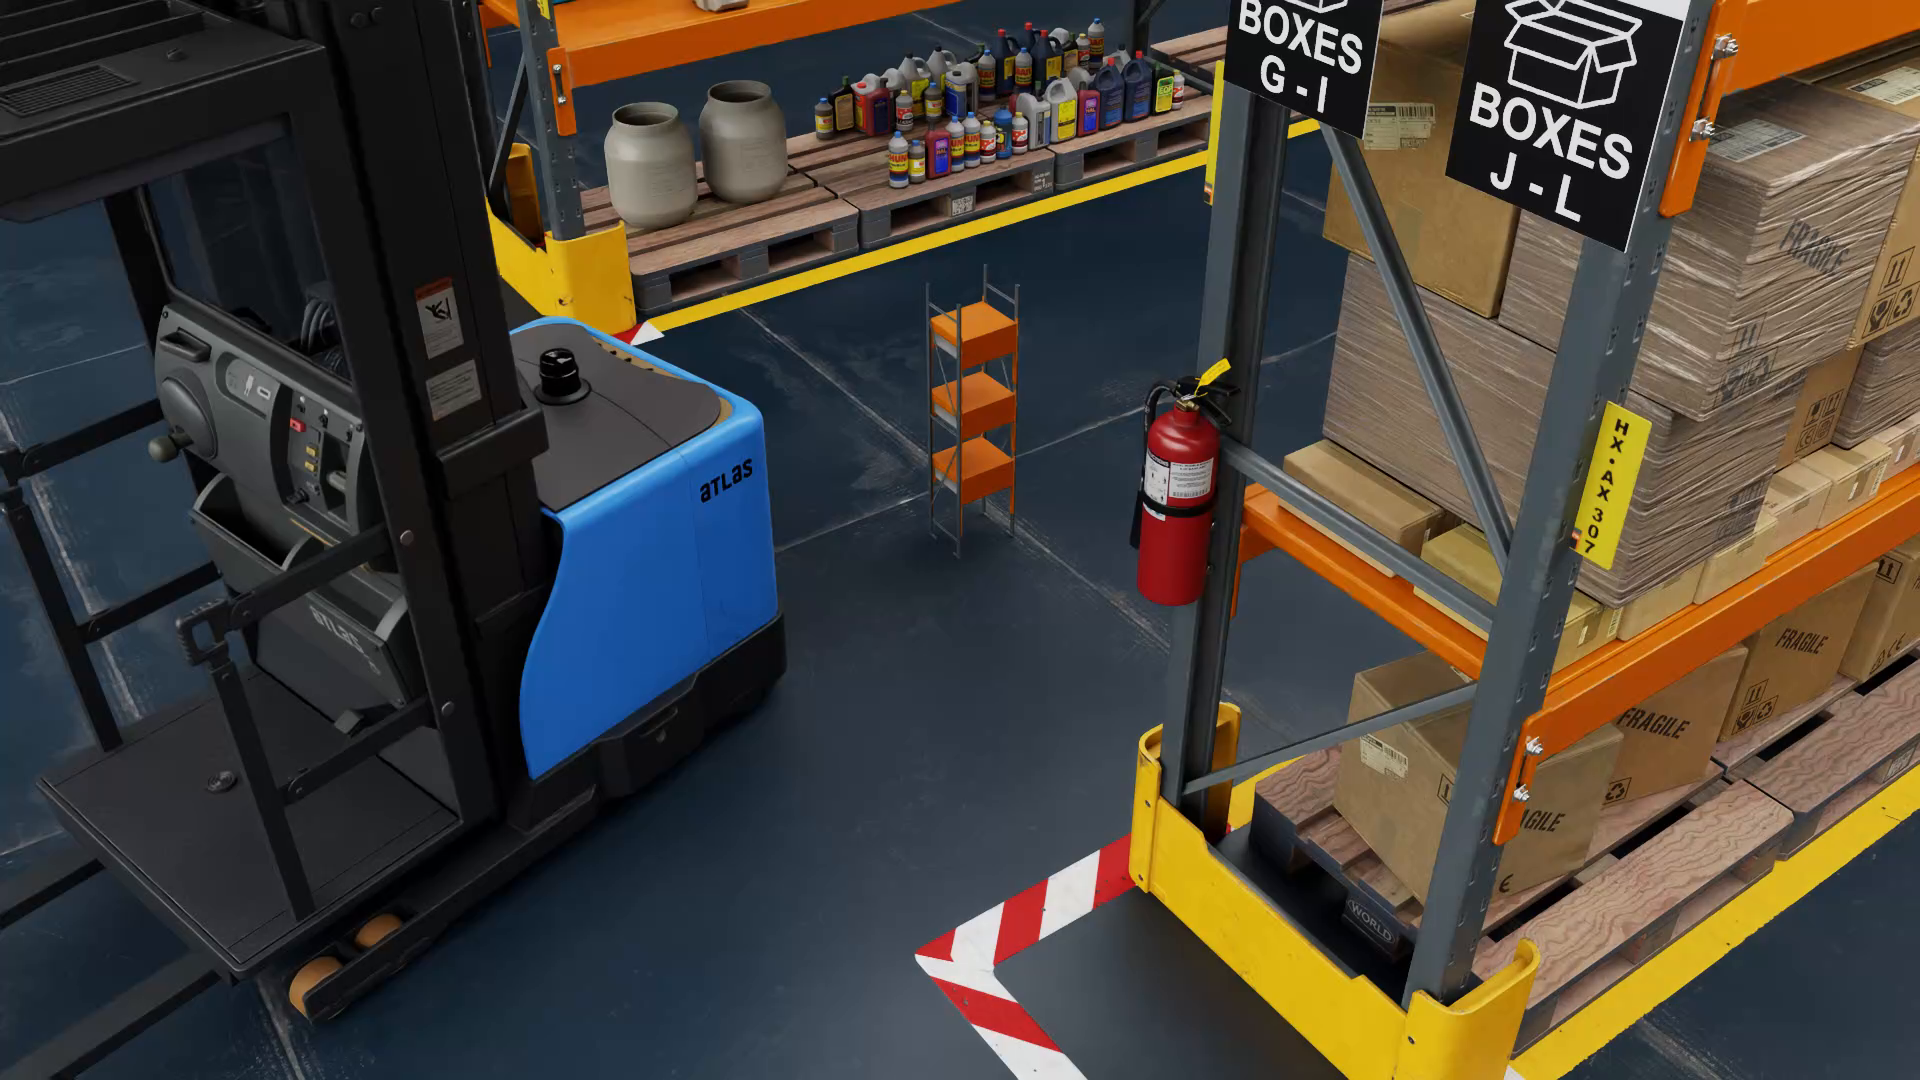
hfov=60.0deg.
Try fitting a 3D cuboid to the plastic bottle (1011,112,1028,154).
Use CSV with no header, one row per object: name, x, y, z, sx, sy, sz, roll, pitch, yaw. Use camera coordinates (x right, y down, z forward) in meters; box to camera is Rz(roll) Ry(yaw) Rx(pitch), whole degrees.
plastic bottle,0.304,-2.125,8.656,0.097,0.201,0.097,0,36,0

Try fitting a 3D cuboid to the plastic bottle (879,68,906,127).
plastic bottle,-0.384,-2.388,8.958,0.135,0.276,0.152,-24,42,-29

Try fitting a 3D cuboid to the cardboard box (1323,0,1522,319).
cardboard box,1.192,-0.876,3.703,0.500,0.500,0.500,-22,41,-28

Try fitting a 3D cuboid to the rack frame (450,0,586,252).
rack frame,-1.968,-2.370,6.976,0.127,3.000,1.000,-22,41,-28

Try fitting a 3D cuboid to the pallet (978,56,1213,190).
pallet,0.728,-2.377,9.375,1.213,0.211,1.003,-22,41,-28

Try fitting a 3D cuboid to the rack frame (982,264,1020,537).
rack frame,0.143,-0.485,6.026,0.008,1.050,0.200,-22,41,-28

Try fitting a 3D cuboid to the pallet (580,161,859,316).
pallet,-1.266,-1.557,8.234,1.213,0.211,1.003,-22,41,-28

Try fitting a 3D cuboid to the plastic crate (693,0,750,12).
plastic crate,-1.051,-2.410,7.258,0.250,0.136,0.298,-22,41,-28

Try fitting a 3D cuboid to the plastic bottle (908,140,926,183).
plastic bottle,-0.222,-1.909,8.354,0.097,0.201,0.097,0,36,0

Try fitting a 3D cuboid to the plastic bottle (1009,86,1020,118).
plastic bottle,0.323,-2.262,8.775,0.133,0.283,0.061,-22,41,-28

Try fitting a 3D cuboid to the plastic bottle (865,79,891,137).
plastic bottle,-0.436,-2.294,8.820,0.133,0.283,0.061,-22,41,-28

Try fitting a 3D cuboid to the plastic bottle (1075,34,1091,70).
plastic bottle,0.705,-2.826,9.630,0.097,0.201,0.097,0,36,0

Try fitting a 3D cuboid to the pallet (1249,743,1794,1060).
pallet,1.632,0.844,4.896,1.213,0.211,1.003,-22,41,-28

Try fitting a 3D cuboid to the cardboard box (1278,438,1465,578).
cardboard box,0.999,-0.099,4.033,0.250,0.149,0.380,-22,41,-28

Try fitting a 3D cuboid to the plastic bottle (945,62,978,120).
plastic bottle,0.007,-2.446,9.038,0.135,0.276,0.152,-22,41,-28

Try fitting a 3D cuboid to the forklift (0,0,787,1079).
forklift,-1.905,-0.237,4.069,1.130,2.935,3.031,26,43,31

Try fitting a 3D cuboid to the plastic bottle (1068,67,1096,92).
plastic bottle,0.678,-2.432,9.018,0.135,0.276,0.152,-22,41,-28

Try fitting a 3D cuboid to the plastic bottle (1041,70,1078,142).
plastic bottle,0.520,-2.291,8.759,0.185,0.351,0.144,-23,41,-28

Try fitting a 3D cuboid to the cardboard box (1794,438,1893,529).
cardboard box,2.085,-0.213,4.192,0.250,0.149,0.380,-22,41,-28

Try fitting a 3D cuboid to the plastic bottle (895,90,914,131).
plastic bottle,-0.297,-2.305,8.905,0.097,0.201,0.097,0,36,0

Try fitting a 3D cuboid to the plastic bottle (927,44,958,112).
plastic bottle,-0.099,-2.539,9.103,0.185,0.351,0.144,-23,42,-28

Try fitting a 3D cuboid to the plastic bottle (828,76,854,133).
plastic bottle,-0.634,-2.321,8.858,0.133,0.283,0.061,-21,41,-27

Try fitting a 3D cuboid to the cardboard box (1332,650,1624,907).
cardboard box,1.405,0.636,4.578,0.500,0.500,0.500,-15,38,-20

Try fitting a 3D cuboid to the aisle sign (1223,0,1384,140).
aisle sign,0.662,-1.184,3.101,0.004,0.787,0.394,-22,41,-28

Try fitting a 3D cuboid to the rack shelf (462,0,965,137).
rack shelf,-0.333,-2.751,8.122,4.000,0.370,1.077,-22,41,-28

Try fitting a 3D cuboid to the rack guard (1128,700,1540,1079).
rack guard,0.947,0.983,4.455,0.348,0.500,1.175,-22,41,-28

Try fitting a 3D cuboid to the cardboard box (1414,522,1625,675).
cardboard box,1.255,0.114,3.738,0.250,0.149,0.380,-22,41,-28

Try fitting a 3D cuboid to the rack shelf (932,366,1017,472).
rack shelf,0.044,-0.436,5.975,0.240,0.259,0.215,-22,41,-28

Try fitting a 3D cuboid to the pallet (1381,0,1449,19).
pallet,2.919,-3.279,10.628,1.213,0.211,1.003,-22,41,-28

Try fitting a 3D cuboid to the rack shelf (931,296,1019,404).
rack shelf,0.044,-0.666,5.809,0.240,0.259,0.215,-22,41,-28

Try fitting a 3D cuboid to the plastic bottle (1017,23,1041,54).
plastic bottle,0.403,-2.745,9.390,0.185,0.351,0.144,-21,41,-27

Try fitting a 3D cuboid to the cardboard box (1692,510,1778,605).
cardboard box,1.684,-0.038,3.949,0.250,0.149,0.380,-22,41,-28

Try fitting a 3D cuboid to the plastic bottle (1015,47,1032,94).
plastic bottle,0.354,-2.607,9.265,0.097,0.271,0.097,0,36,0

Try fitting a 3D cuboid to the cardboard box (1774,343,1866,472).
cardboard box,1.690,-0.565,4.126,0.500,0.500,0.875,-22,41,-28

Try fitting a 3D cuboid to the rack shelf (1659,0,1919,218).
rack shelf,2.520,-1.605,3.959,4.000,0.370,1.077,-22,41,-28

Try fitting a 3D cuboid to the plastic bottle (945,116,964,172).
plastic bottle,-0.026,-2.017,8.446,0.097,0.271,0.097,0,36,0

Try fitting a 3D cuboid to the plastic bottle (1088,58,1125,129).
plastic bottle,0.784,-2.400,8.910,0.185,0.351,0.144,-25,42,-30

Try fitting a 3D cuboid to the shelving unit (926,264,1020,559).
shelving unit,0.044,-0.444,5.968,0.252,1.050,0.215,-22,41,-28

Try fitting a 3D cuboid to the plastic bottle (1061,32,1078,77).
plastic bottle,0.602,-2.721,9.414,0.133,0.283,0.061,-22,41,-28

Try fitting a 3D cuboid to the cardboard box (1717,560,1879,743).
cardboard box,2.397,0.217,5.160,0.500,0.500,0.500,-18,40,-24

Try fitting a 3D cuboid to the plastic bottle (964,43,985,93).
plastic bottle,0.089,-2.619,9.272,0.133,0.283,0.061,-20,40,-26

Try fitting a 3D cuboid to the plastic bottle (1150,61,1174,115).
plastic bottle,1.098,-2.472,9.068,0.133,0.283,0.061,-20,40,-26

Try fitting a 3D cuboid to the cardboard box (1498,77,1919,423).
cardboard box,1.492,-0.628,3.358,0.500,0.500,0.500,-22,41,-28

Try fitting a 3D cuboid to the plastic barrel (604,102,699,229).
plastic barrel,-1.474,-1.788,7.939,0.421,0.512,0.421,0,36,0

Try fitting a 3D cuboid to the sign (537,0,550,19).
sign,-1.655,-2.218,6.528,0.005,0.325,0.100,-22,41,-28

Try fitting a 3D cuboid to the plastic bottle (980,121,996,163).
plastic bottle,0.136,-2.056,8.559,0.097,0.201,0.097,0,36,0
